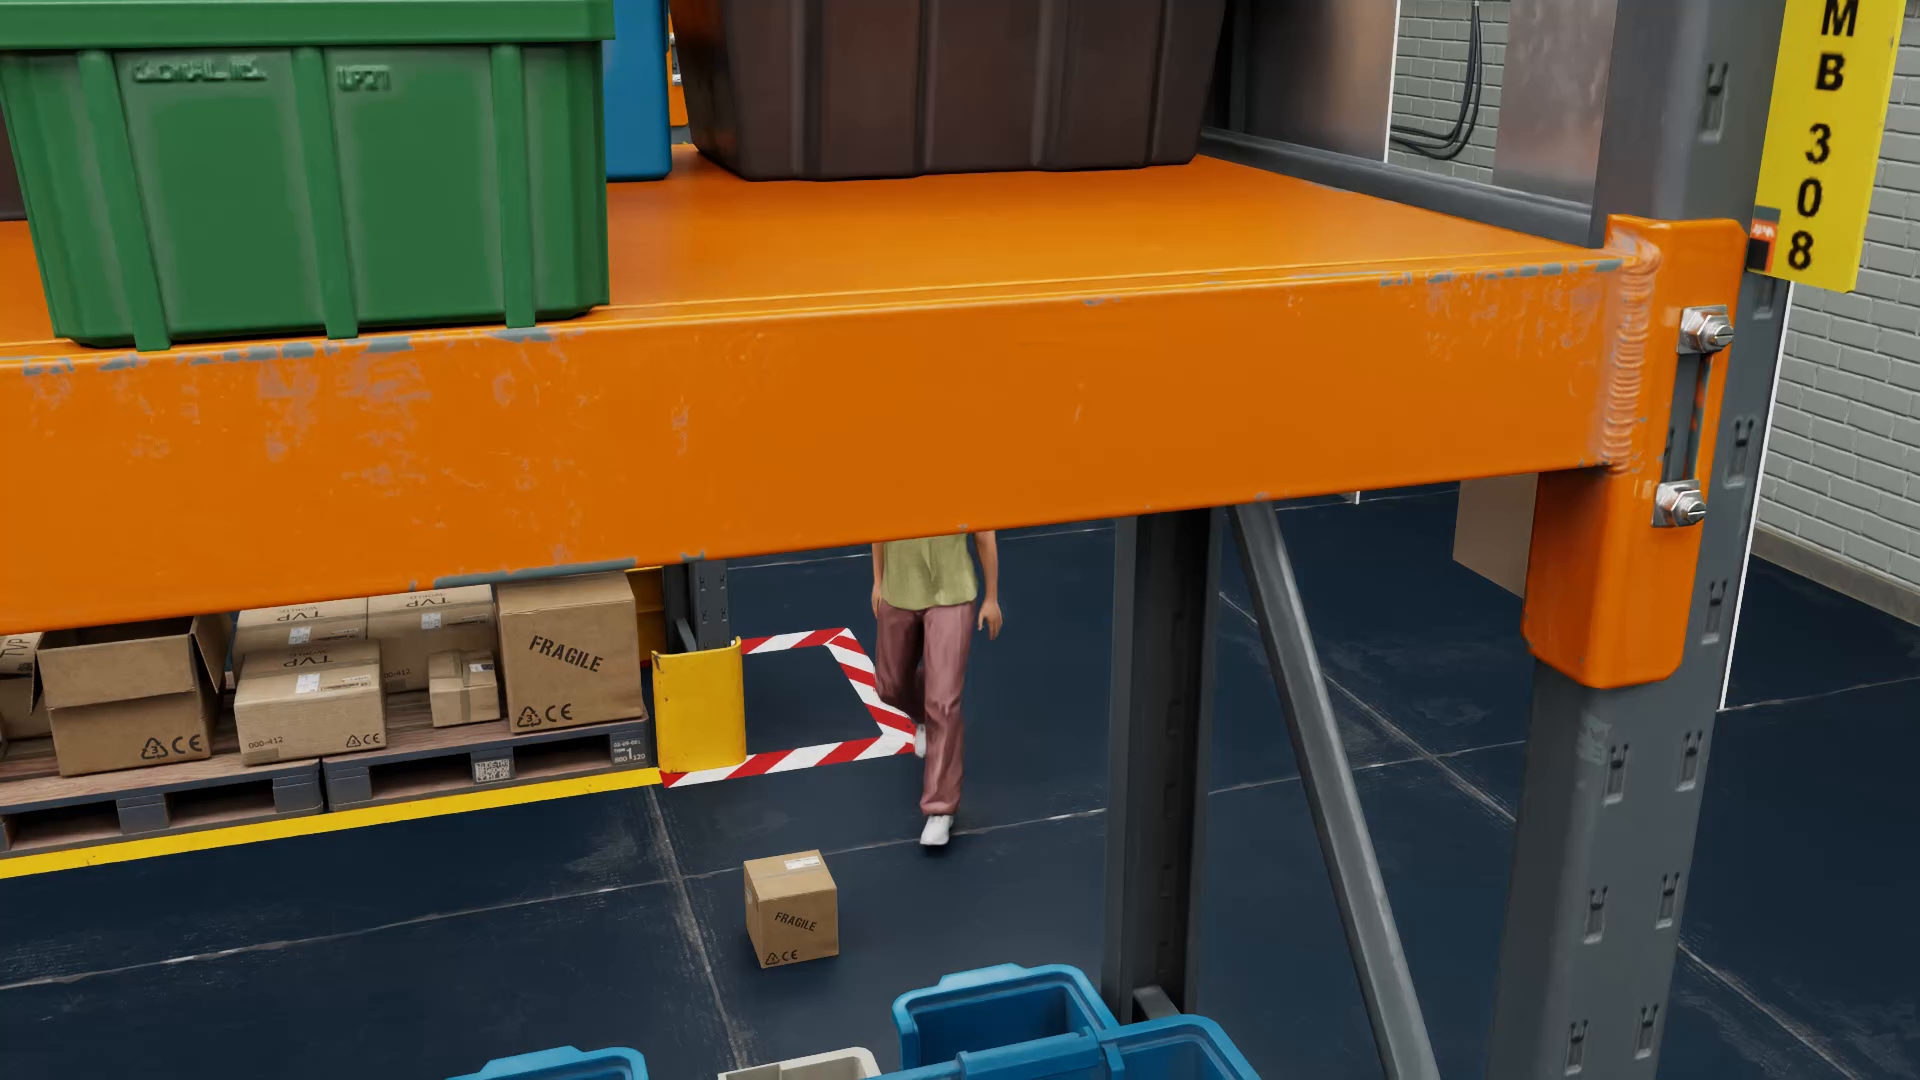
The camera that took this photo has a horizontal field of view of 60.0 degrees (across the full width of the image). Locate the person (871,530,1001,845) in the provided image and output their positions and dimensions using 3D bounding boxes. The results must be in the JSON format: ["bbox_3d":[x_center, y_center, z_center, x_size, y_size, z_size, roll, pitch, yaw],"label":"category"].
[{"bbox_3d":[-0.088,0.194,5.983,0.498,1.661,0.783,8,21,20],"label":"person"}]
